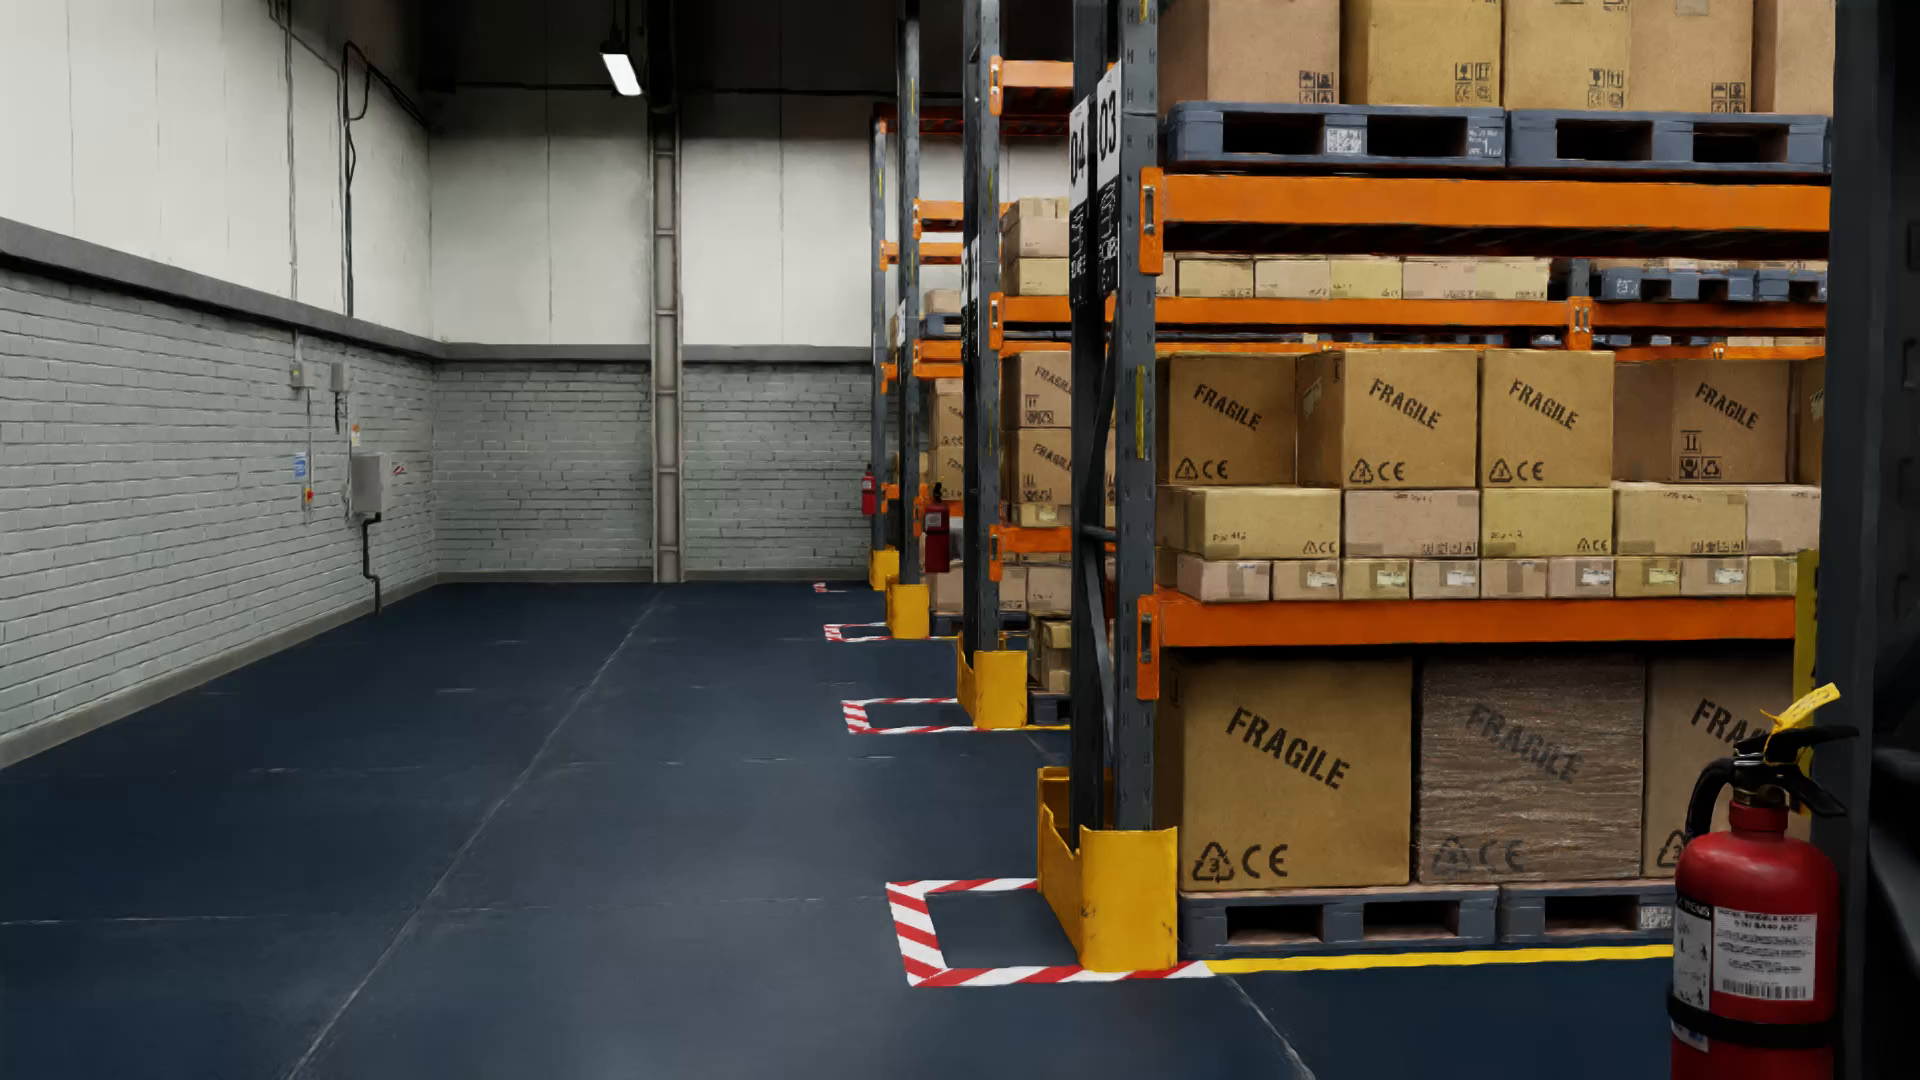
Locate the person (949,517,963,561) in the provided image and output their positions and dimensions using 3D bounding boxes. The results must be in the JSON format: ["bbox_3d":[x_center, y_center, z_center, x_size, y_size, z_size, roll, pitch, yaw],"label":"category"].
[{"bbox_3d":[-0.040,-0.067,18.319,0.632,1.674,0.460,1,4,11],"label":"person"}]
